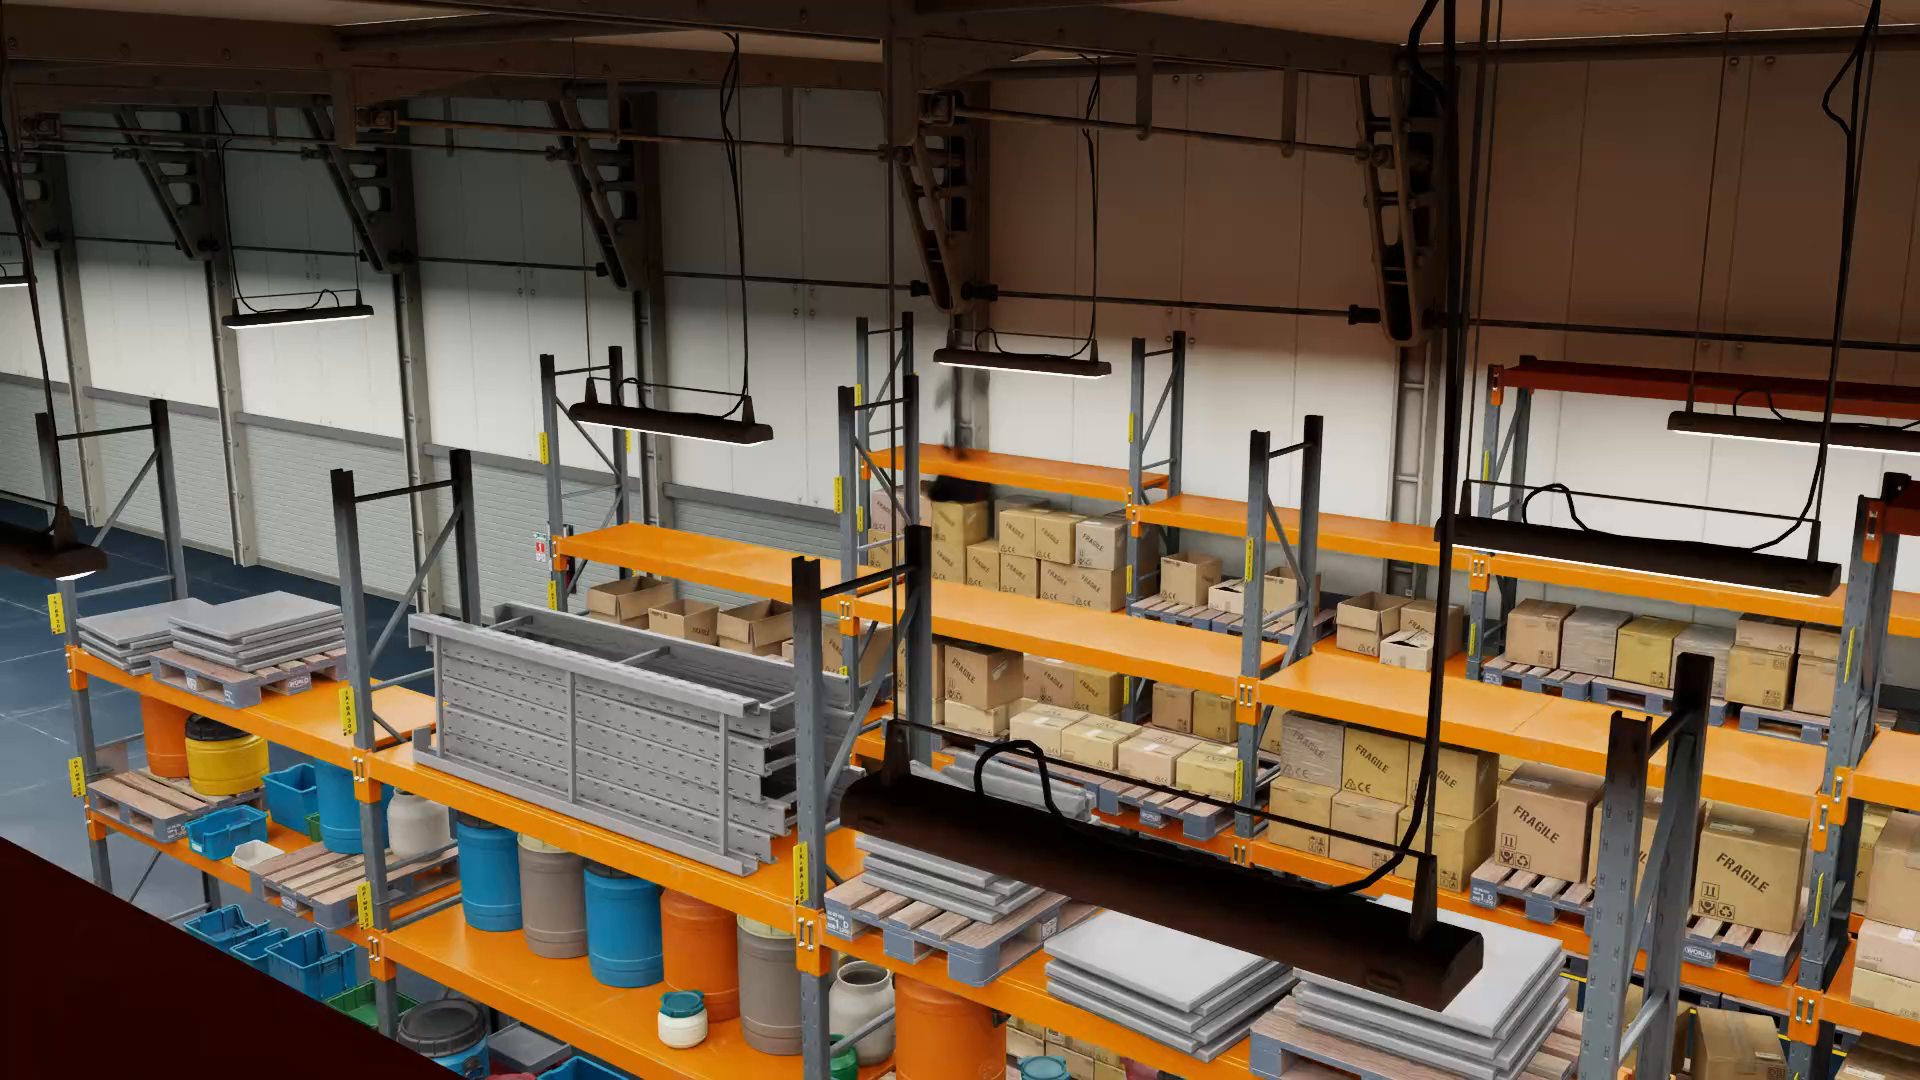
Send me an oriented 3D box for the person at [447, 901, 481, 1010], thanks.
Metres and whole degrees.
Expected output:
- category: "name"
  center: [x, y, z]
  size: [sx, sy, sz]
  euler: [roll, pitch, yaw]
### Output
- category: "person"
  center: [-4.569, 3.692, 15.620]
  size: [0.679, 1.683, 0.658]
  euler: [4, 14, 15]
